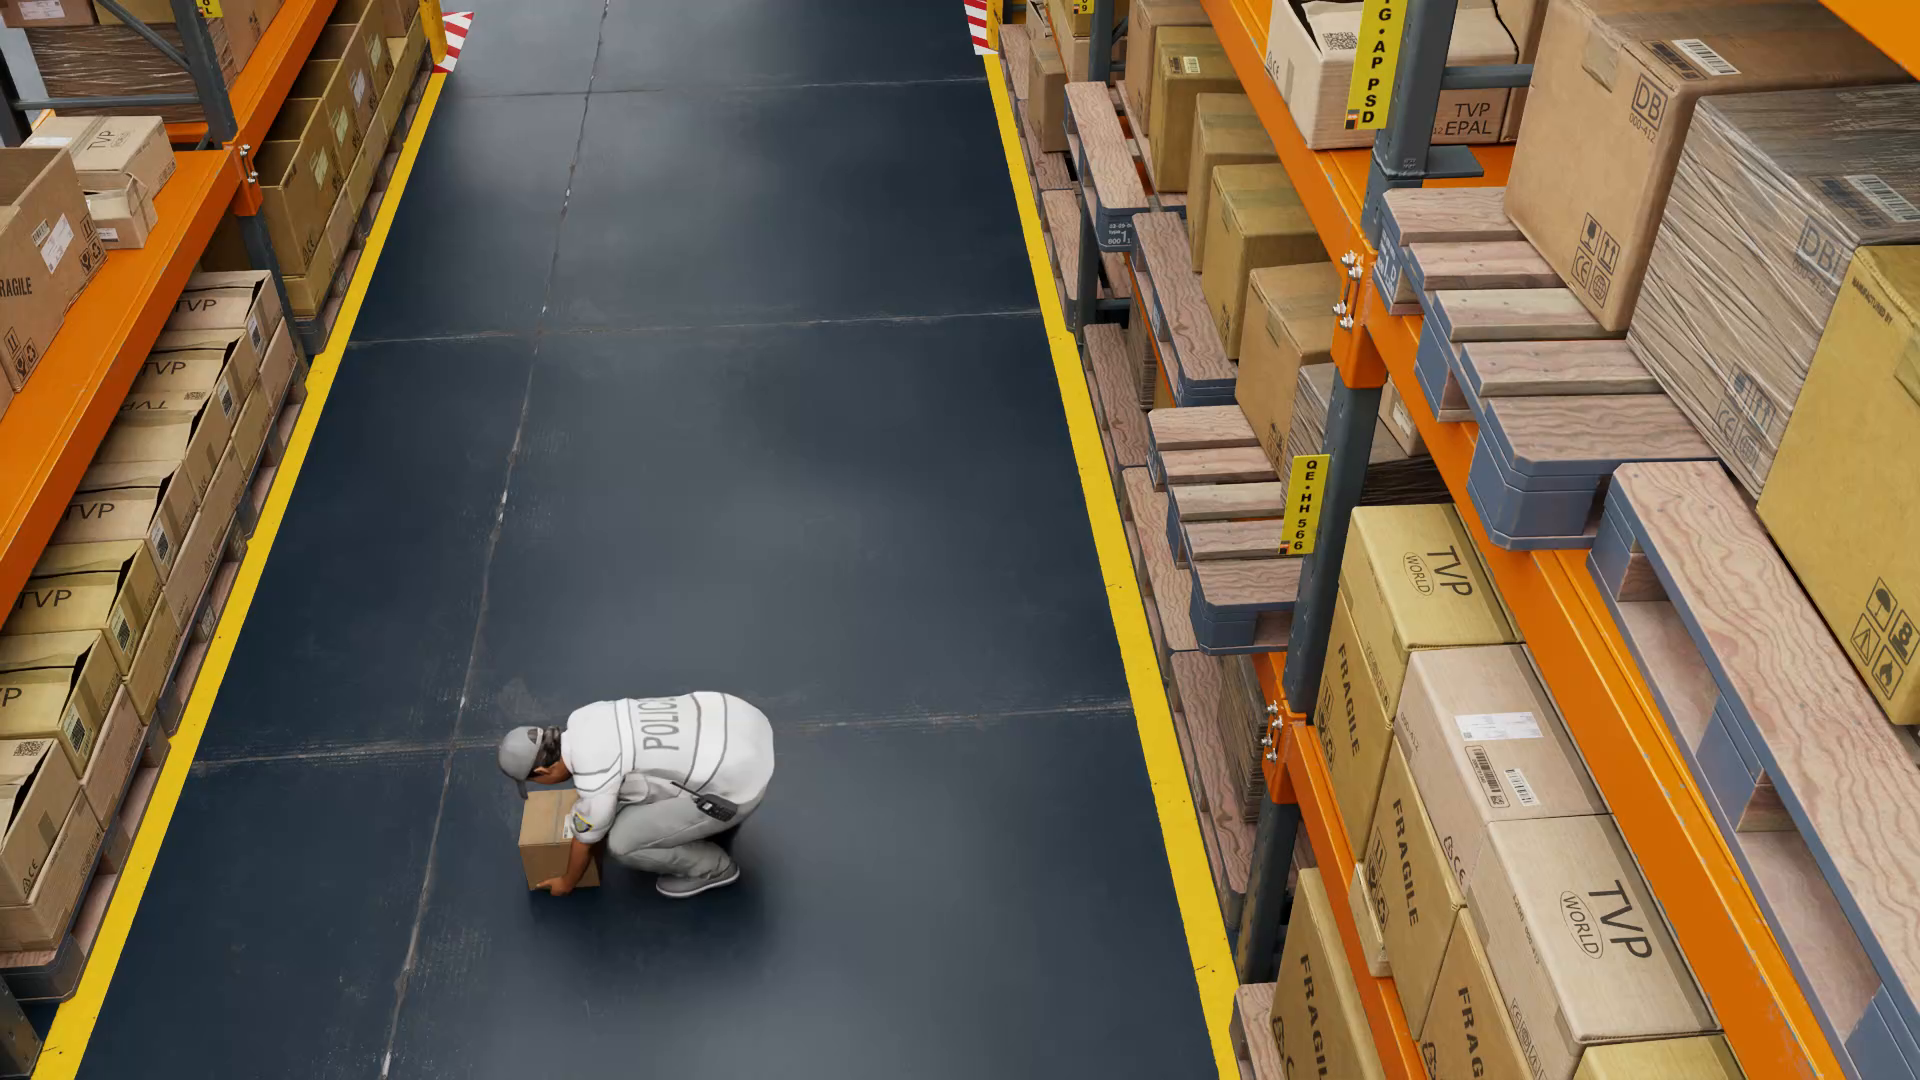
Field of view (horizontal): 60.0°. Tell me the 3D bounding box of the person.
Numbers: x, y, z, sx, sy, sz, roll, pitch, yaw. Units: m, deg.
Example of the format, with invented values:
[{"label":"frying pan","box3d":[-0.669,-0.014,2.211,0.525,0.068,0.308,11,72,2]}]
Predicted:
[{"label":"person","box3d":[-1.104,0.881,5.835,0.922,0.760,0.511,-4,40,-5]}]
